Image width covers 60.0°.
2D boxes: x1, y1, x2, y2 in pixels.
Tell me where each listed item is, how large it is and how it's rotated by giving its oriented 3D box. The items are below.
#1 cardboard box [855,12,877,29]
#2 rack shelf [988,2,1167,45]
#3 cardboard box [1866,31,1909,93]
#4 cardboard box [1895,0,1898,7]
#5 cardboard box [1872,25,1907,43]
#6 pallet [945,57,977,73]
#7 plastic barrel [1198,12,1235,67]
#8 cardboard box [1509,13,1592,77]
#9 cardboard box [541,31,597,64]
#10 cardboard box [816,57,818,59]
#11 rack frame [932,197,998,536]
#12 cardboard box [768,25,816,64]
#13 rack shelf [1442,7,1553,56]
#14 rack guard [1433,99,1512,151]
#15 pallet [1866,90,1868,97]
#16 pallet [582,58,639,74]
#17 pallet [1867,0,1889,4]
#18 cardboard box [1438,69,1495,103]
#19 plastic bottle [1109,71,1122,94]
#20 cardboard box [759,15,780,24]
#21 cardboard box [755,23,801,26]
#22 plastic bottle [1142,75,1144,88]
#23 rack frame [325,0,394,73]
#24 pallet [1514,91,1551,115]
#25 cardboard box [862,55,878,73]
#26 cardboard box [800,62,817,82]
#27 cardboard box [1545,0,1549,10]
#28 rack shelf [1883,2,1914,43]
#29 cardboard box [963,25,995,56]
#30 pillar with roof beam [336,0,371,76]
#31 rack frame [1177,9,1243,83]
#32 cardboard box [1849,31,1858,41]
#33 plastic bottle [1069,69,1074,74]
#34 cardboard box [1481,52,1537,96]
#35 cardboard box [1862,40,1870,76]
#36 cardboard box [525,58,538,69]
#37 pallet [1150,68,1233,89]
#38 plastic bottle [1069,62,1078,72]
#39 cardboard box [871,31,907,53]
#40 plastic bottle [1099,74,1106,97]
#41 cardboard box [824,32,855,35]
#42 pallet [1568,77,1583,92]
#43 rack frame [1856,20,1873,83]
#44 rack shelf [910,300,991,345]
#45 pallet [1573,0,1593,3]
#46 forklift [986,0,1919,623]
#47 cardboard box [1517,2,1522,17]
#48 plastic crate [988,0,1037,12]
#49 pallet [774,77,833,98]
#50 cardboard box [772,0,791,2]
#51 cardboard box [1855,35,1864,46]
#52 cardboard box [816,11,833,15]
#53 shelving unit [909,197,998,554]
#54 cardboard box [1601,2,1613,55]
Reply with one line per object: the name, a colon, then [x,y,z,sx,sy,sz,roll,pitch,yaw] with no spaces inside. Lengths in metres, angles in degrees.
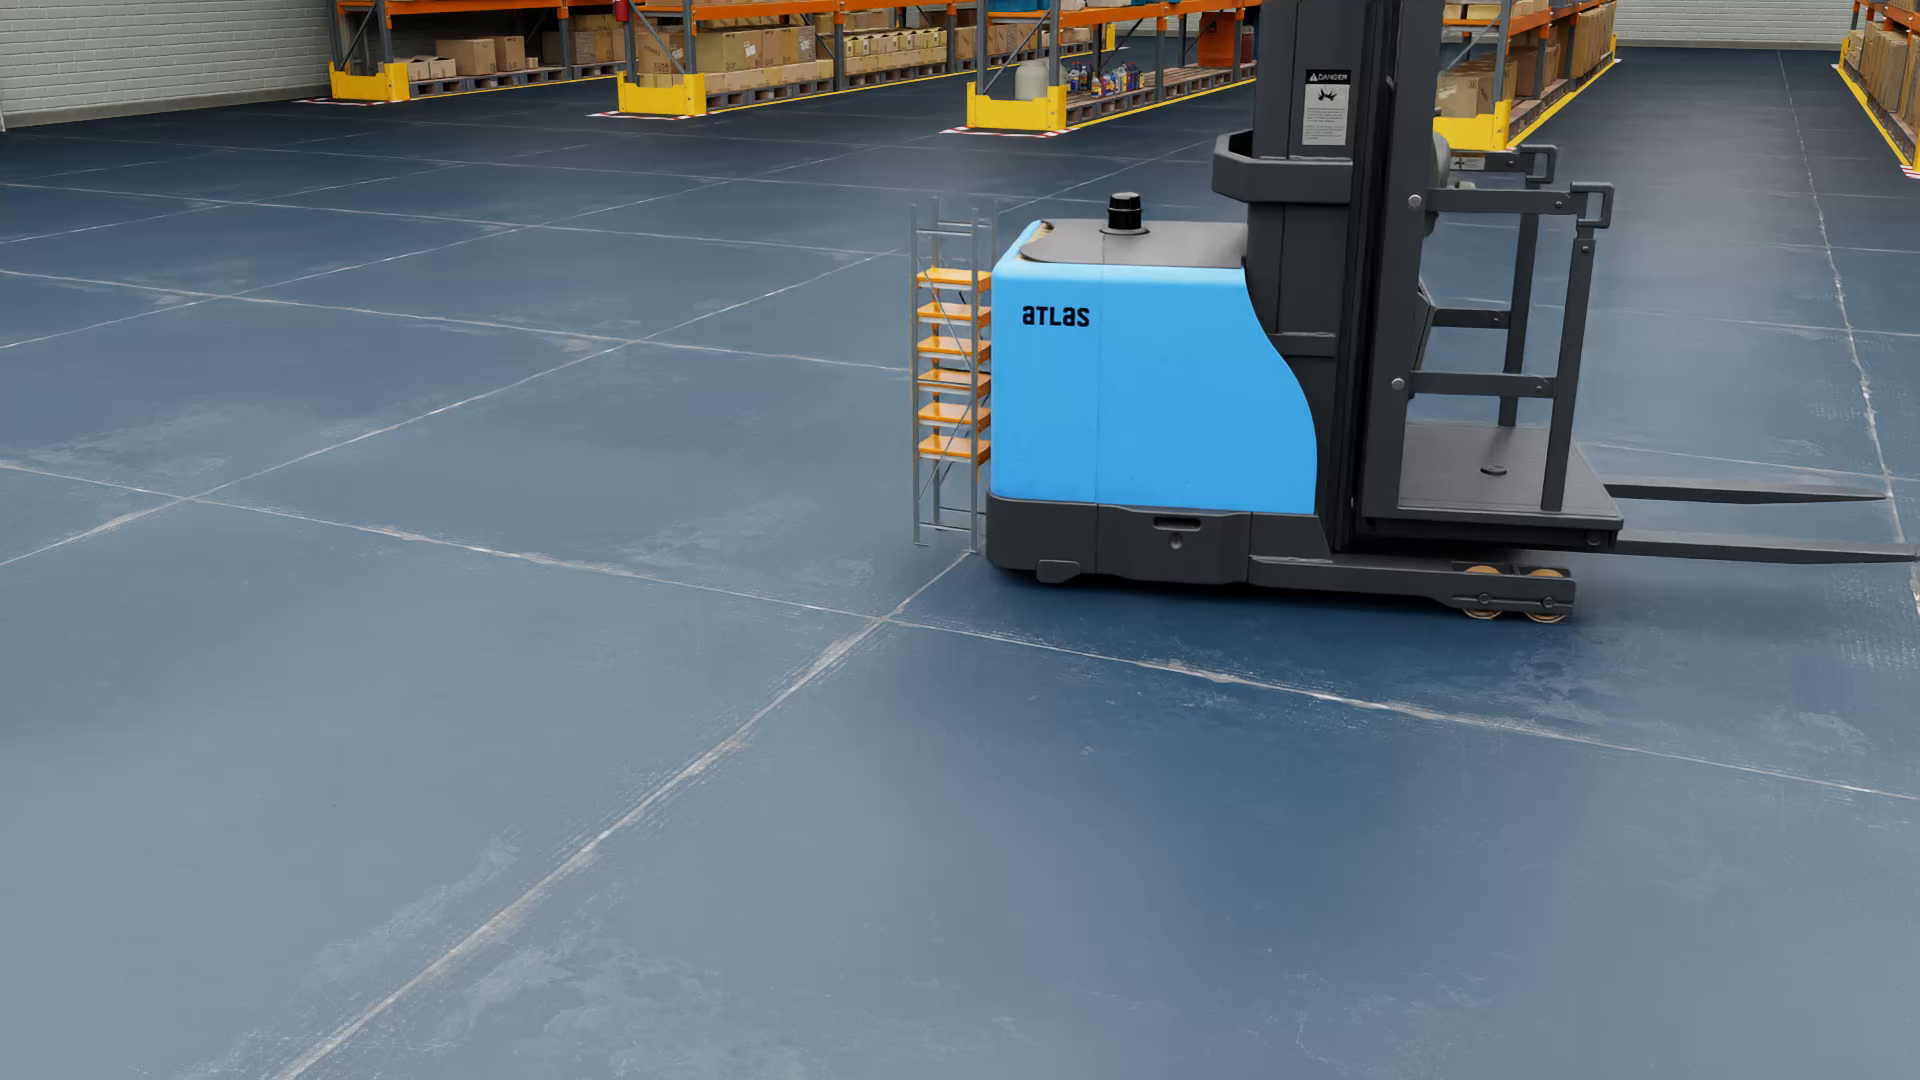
cardboard box: [-2.211,-11.166,35.995,0.700,0.500,0.500,8,21,23]
rack shelf: [1.495,-6.549,20.981,1.077,0.370,4.000,9,21,23]
cardboard box: [12.623,-6.295,21.924,1.050,0.750,0.750,8,21,22]
cardboard box: [12.112,-6.968,20.936,0.500,0.500,0.500,9,21,23]
cardboard box: [13.415,-7.259,23.887,0.500,0.250,0.500,9,22,24]
pallet: [-0.225,-8.312,29.026,1.003,0.211,1.213,9,21,23]
plastic barrel: [4.137,-8.049,26.738,0.600,0.830,0.708,9,21,23]
cardboard box: [8.772,-7.447,24.977,1.225,0.875,0.875,8,21,20]
cardboard box: [-6.438,-8.115,27.386,0.700,0.500,0.500,9,22,25]
cardboard box: [-2.298,-7.249,25.352,0.500,0.250,0.500,8,21,22]
rack frame: [0.016,-0.589,5.835,0.240,1.200,0.006,8,21,21]
cardboard box: [-2.409,-7.113,23.850,0.500,0.500,0.500,9,21,23]
rack shelf: [6.014,-5.869,19.070,1.077,0.370,4.000,9,21,23]
rack guard: [5.226,-4.442,17.714,1.175,0.500,0.348,9,21,23]
pallet: [13.276,-6.256,23.244,1.003,0.211,1.213,9,21,23]
pallet: [-5.909,-8.157,28.591,1.003,0.211,1.213,9,21,23]
pallet: [13.149,-7.473,22.792,1.213,0.211,1.003,9,21,23]
cardboard box: [5.679,-4.993,18.636,0.500,0.500,0.500,15,25,37]
plastic bottle: [2.032,-5.980,21.716,0.152,0.276,0.135,9,21,24]
cardboard box: [-3.957,-10.001,32.194,0.750,0.750,0.750,9,22,24]
cardboard box: [-2.679,-7.337,24.480,0.500,0.500,0.500,9,21,23]
plastic bottle: [2.450,-6.234,22.542,0.097,0.201,0.097,0,20,0]
rack frame: [-8.362,-7.636,22.963,1.000,3.000,0.127,9,21,23]
pallet: [7.150,-5.744,21.805,1.003,0.211,1.213,9,21,23]
cardboard box: [-1.602,-7.328,25.574,0.500,0.250,0.500,9,22,24]
cardboard box: [-2.408,-6.759,23.975,0.500,0.250,0.500,9,21,23]
cardboard box: [7.013,-6.595,20.412,0.380,0.149,0.250,9,21,23]
rack shelf: [12.135,-6.381,20.507,1.077,0.370,4.000,9,21,23]
cardboard box: [0.301,-8.846,29.439,0.500,0.500,0.500,8,21,22]
pillar with roof beam: [-4.937,-10.204,21.233,9.100,9.000,0.400,9,21,23]
rack frame: [3.952,-8.722,26.018,1.000,3.000,0.127,9,21,23]
cardboard box: [15.483,-8.638,28.520,0.380,0.149,0.250,8,21,23]
plastic bottle: [1.502,-6.123,22.126,0.097,0.271,0.097,0,20,0]
cardboard box: [7.104,-6.034,21.533,0.700,0.500,0.500,7,21,19]
cardboard box: [13.833,-7.222,24.905,0.500,0.500,0.500,10,22,25]
cardboard box: [-6.916,-7.563,26.331,0.380,0.166,0.250,6,20,16]
pallet: [3.599,-7.177,25.834,1.003,0.211,1.213,9,21,23]
plastic bottle: [1.528,-6.211,22.253,0.144,0.351,0.185,8,21,20]
cardboard box: [-1.179,-7.909,26.371,0.500,0.311,0.500,9,22,24]
plastic bottle: [1.812,-5.782,21.148,0.061,0.283,0.133,9,21,24]
cardboard box: [-1.885,-7.822,26.126,0.500,0.311,0.500,8,21,23]
pallet: [8.862,-6.959,25.222,1.003,0.211,1.213,9,21,23]
rack frame: [14.592,-8.554,25.544,1.000,3.000,0.127,9,21,23]
rack shelf: [-0.018,-0.745,5.690,0.258,0.103,0.180,8,21,21]
pallet: [8.276,-7.720,23.485,1.213,0.211,1.003,9,21,23]
forklift: [1.651,-1.311,5.282,3.031,2.935,1.130,3,20,9]
cardboard box: [5.957,-5.836,18.277,0.380,0.149,0.250,9,21,23]
plastic crate: [0.608,-6.401,19.712,0.499,0.251,0.616,9,21,23]
pallet: [-2.567,-6.629,24.293,1.003,0.211,1.213,9,21,23]
cardboard box: [-2.798,-7.776,23.207,0.700,0.500,0.500,9,21,24]
cardboard box: [14.868,-8.158,27.171,0.380,0.149,0.250,7,21,20]
cardboard box: [-2.742,-10.924,34.345,0.380,0.149,0.250,9,22,25]
shelving unit: [-0.018,-0.561,5.756,0.258,1.200,0.189,8,21,21]
cardboard box: [11.185,-9.200,29.906,0.875,0.875,0.875,9,21,23]
